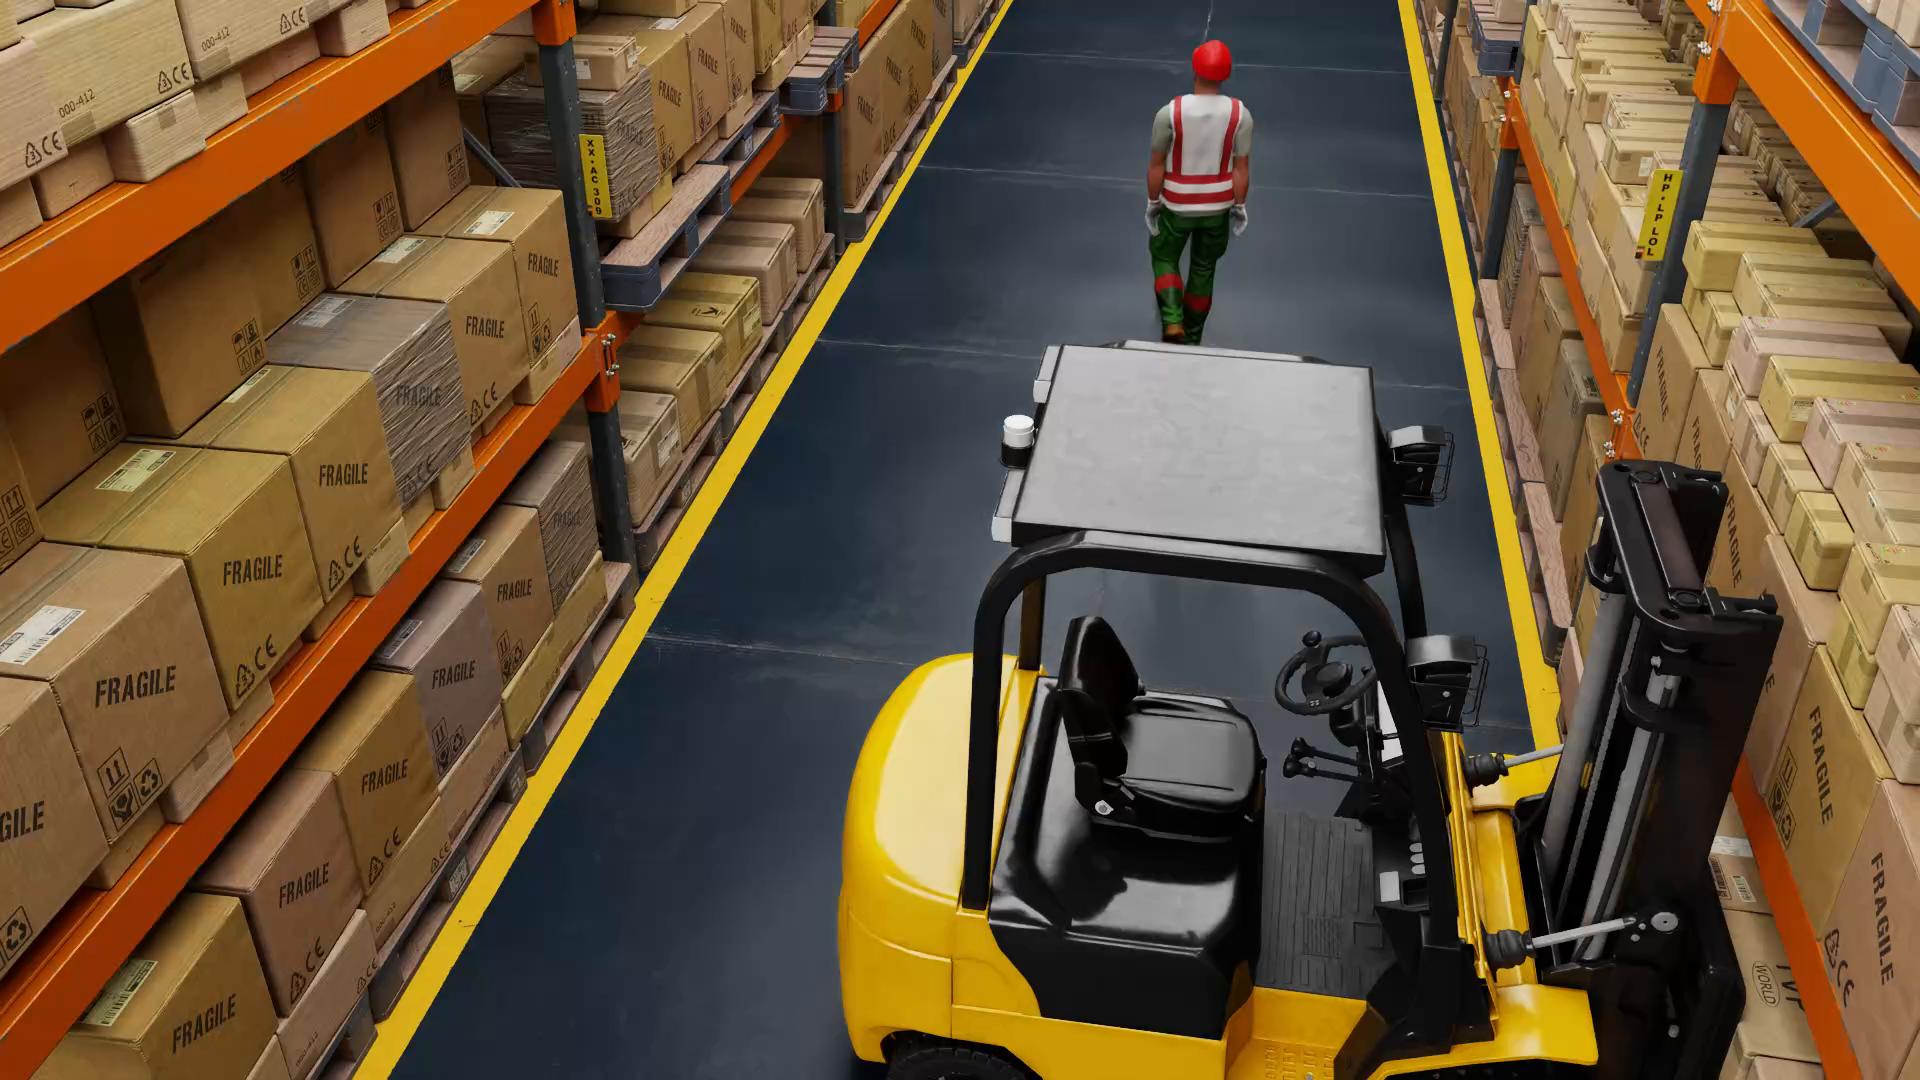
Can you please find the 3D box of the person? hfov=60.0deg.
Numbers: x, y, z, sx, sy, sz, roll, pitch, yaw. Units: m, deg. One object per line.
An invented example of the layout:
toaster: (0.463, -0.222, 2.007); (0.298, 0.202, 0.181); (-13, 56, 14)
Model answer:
person: (1.272, -1.786, 8.923); (0.557, 1.777, 0.625); (1, 32, 2)
